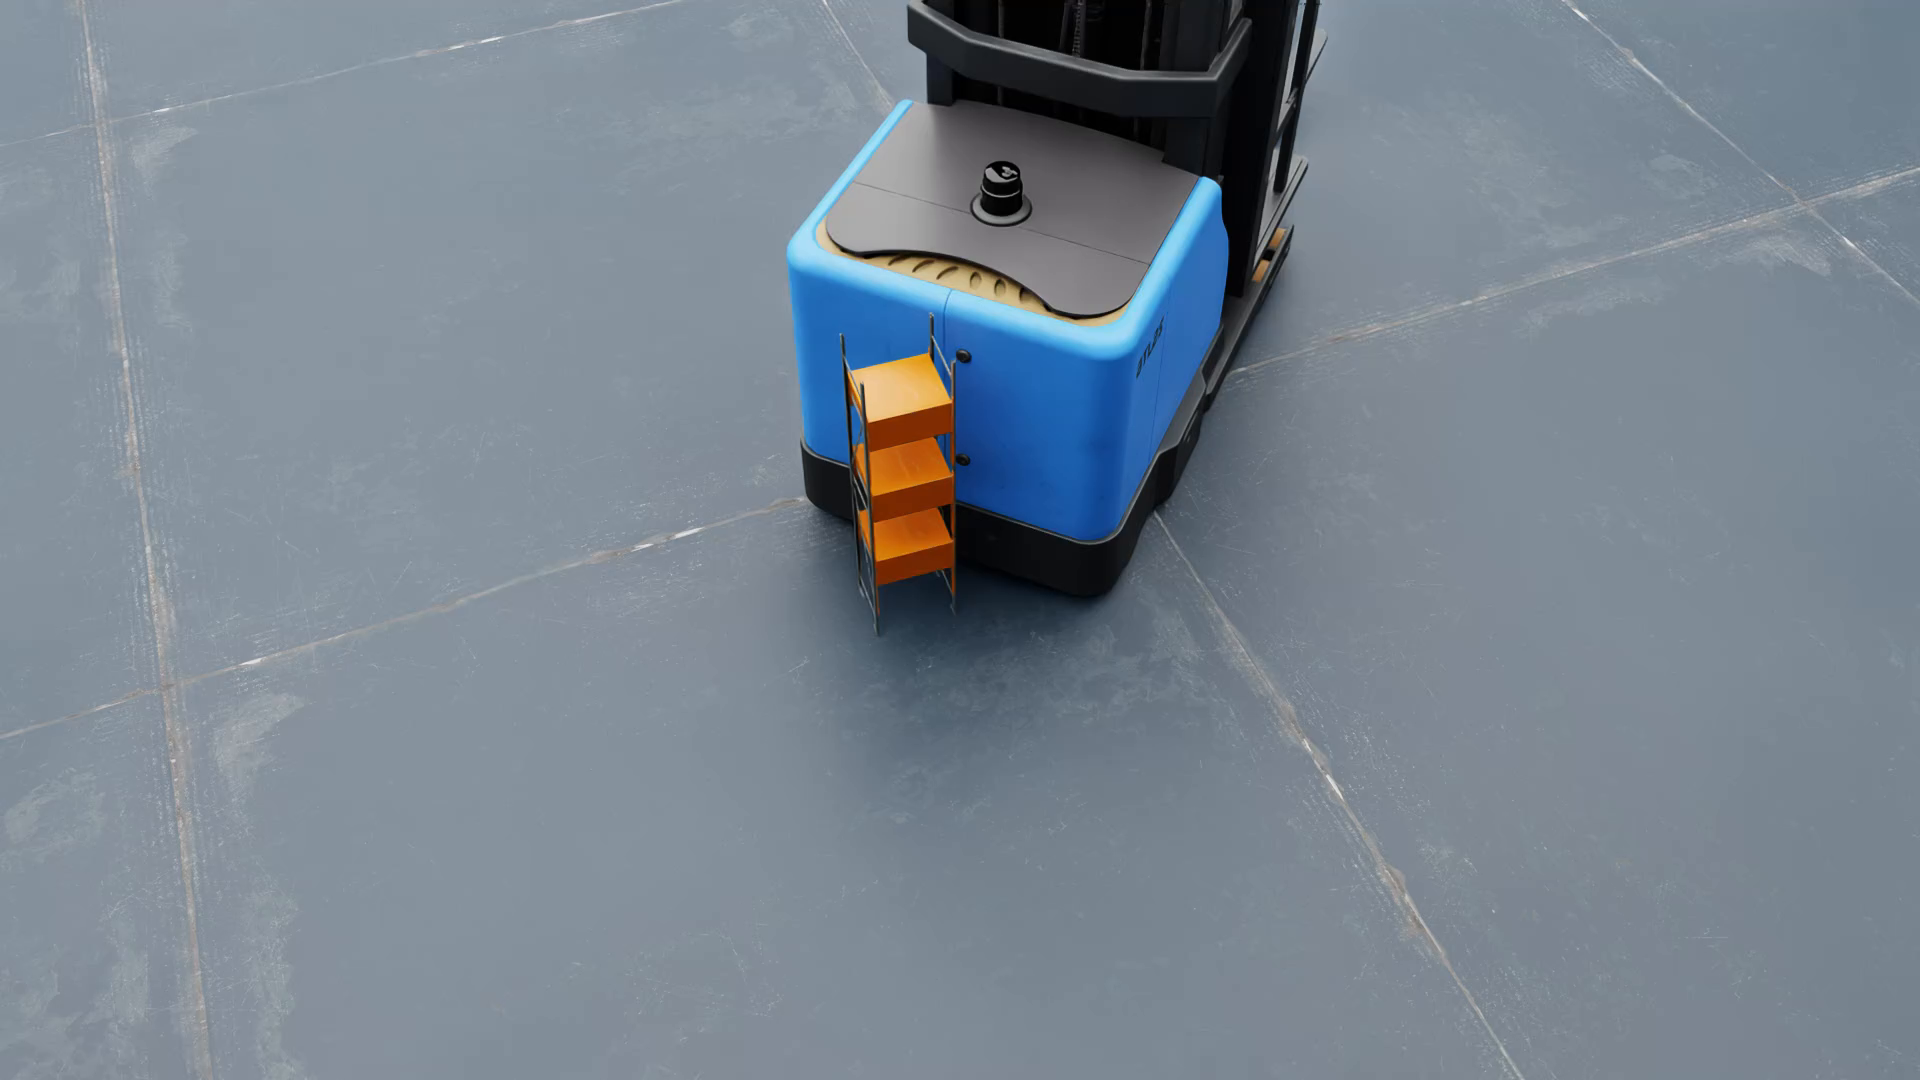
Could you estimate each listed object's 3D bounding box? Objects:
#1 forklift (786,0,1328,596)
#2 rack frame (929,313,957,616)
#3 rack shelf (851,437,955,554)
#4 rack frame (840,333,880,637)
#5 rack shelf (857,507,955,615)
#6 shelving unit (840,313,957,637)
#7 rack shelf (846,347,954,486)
[{"bbox_3d":[0.564,-1.925,4.971,1.130,2.935,3.031,19,52,15],"label":"forklift"},{"bbox_3d":[-0.046,-0.183,4.715,0.008,1.050,0.200,-14,51,-12],"label":"rack frame"},{"bbox_3d":[-0.162,-0.147,4.698,0.240,0.259,0.215,-14,51,-12],"label":"rack shelf"},{"bbox_3d":[-0.277,-0.124,4.665,0.008,1.050,0.200,-14,51,-12],"label":"rack frame"},{"bbox_3d":[-0.162,0.034,4.909,0.240,0.259,0.215,-14,51,-12],"label":"rack shelf"},{"bbox_3d":[-0.162,-0.154,4.690,0.252,1.050,0.215,-14,51,-12],"label":"shelving unit"},{"bbox_3d":[-0.162,-0.332,4.483,0.240,0.259,0.215,-14,51,-12],"label":"rack shelf"}]
